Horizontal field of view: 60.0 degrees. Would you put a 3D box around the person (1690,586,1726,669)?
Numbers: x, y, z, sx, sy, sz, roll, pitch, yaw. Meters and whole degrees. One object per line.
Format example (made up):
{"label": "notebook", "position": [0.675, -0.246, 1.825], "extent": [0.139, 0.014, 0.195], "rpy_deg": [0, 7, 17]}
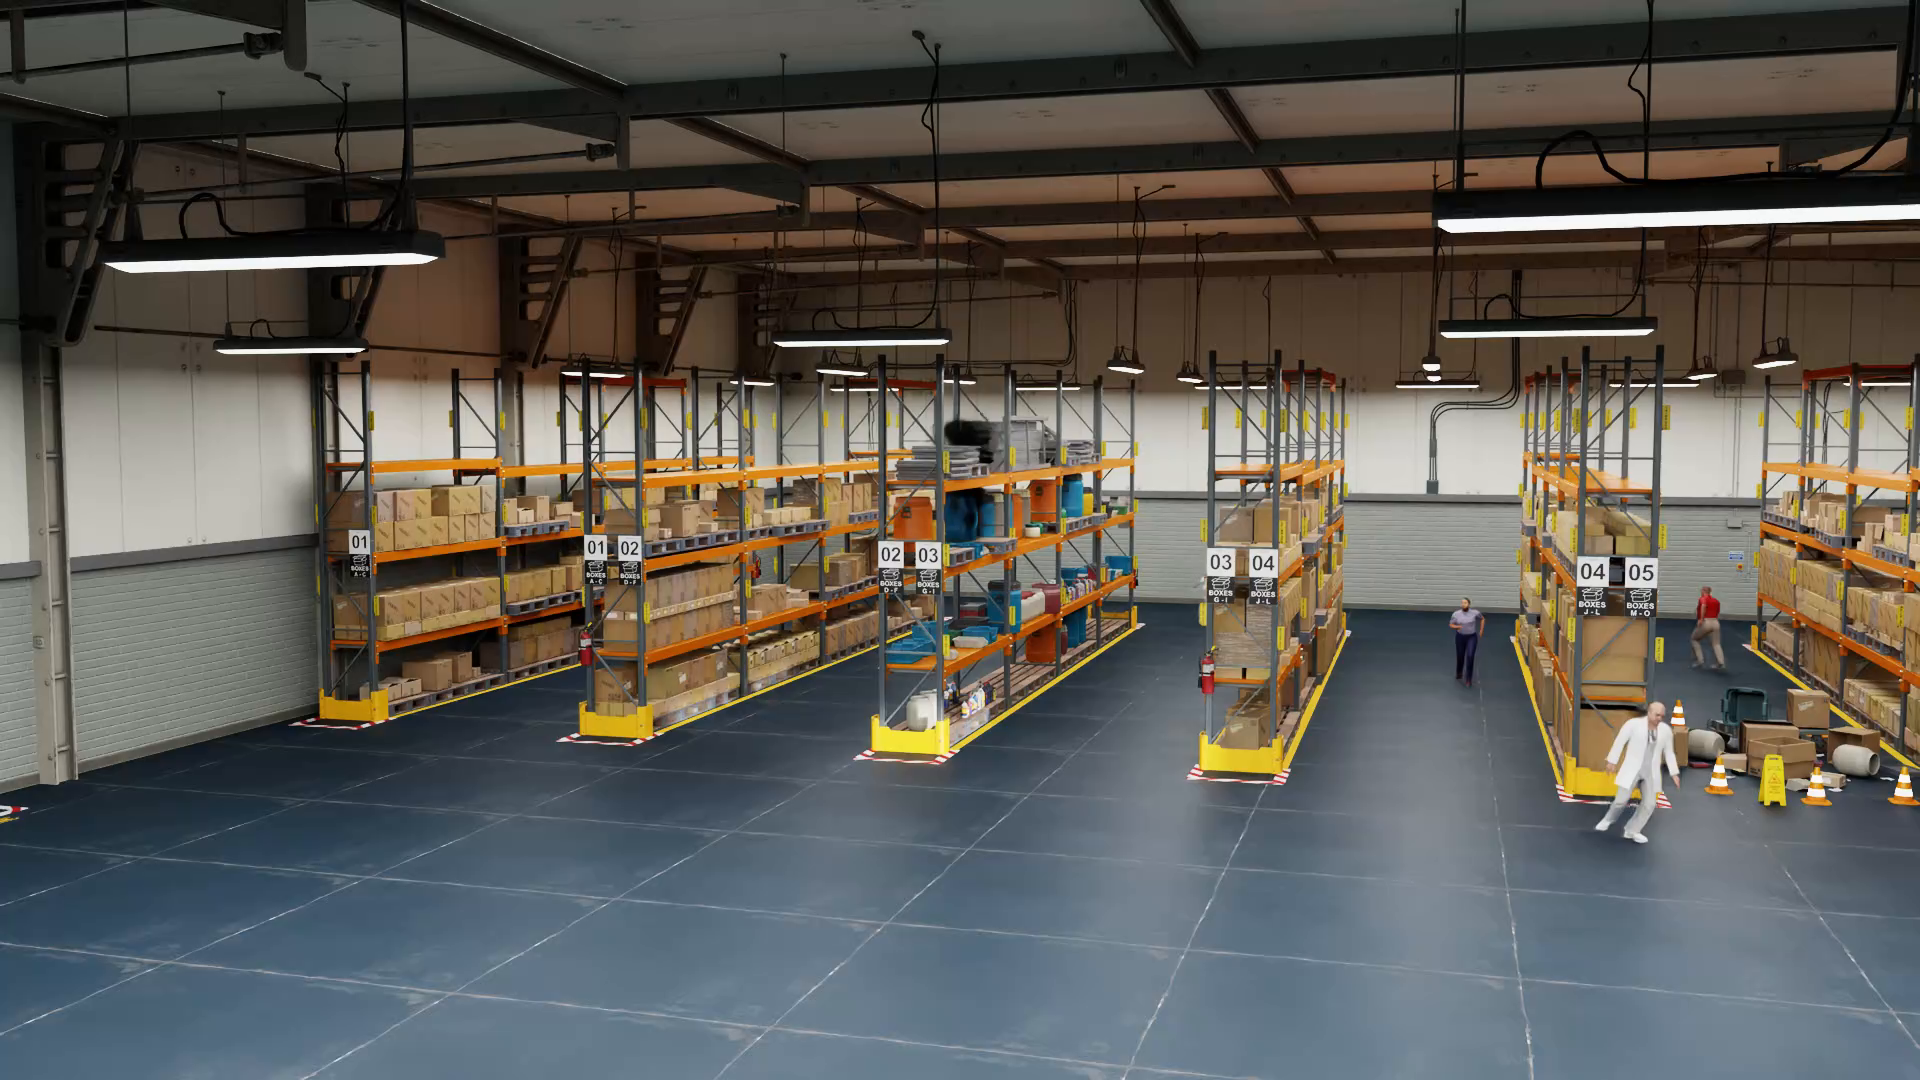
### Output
{"label": "person", "position": [15.067, 1.774, 33.454], "extent": [0.597, 1.685, 0.978], "rpy_deg": [0, 4, -7]}

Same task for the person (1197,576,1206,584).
{"label": "person", "position": [6.436, 1.303, 40.834], "extent": [1.036, 1.530, 0.705], "rpy_deg": [3, 5, 34]}

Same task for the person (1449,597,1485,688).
{"label": "person", "position": [9.646, 1.927, 31.660], "extent": [0.619, 1.690, 0.901], "rpy_deg": [2, 4, 22]}

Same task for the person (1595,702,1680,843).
{"label": "person", "position": [8.054, 2.731, 19.773], "extent": [0.850, 1.697, 0.651], "rpy_deg": [0, 4, 2]}
